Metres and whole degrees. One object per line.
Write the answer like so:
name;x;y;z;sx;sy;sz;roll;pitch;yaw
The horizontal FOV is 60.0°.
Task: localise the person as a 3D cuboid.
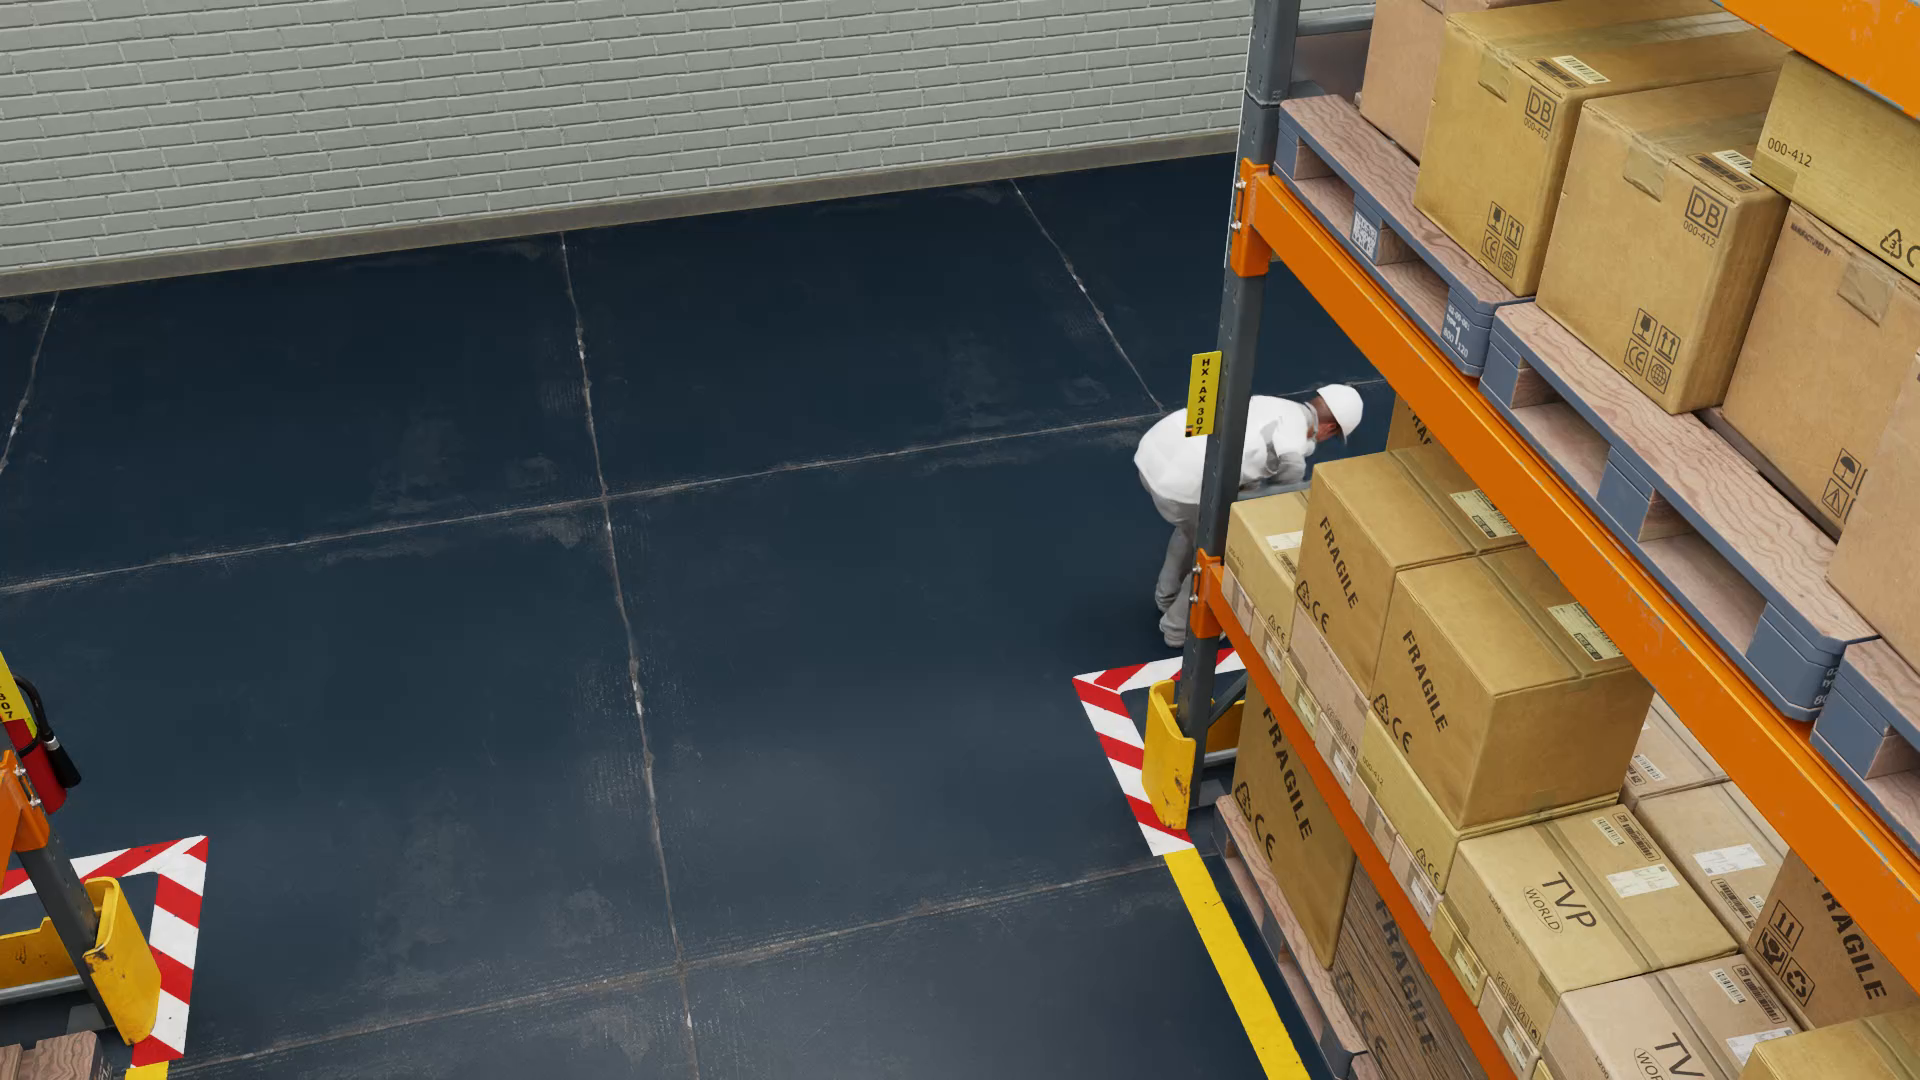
person;1.255;-0.125;7.361;1.003;1.152;0.463;-11;39;-13
